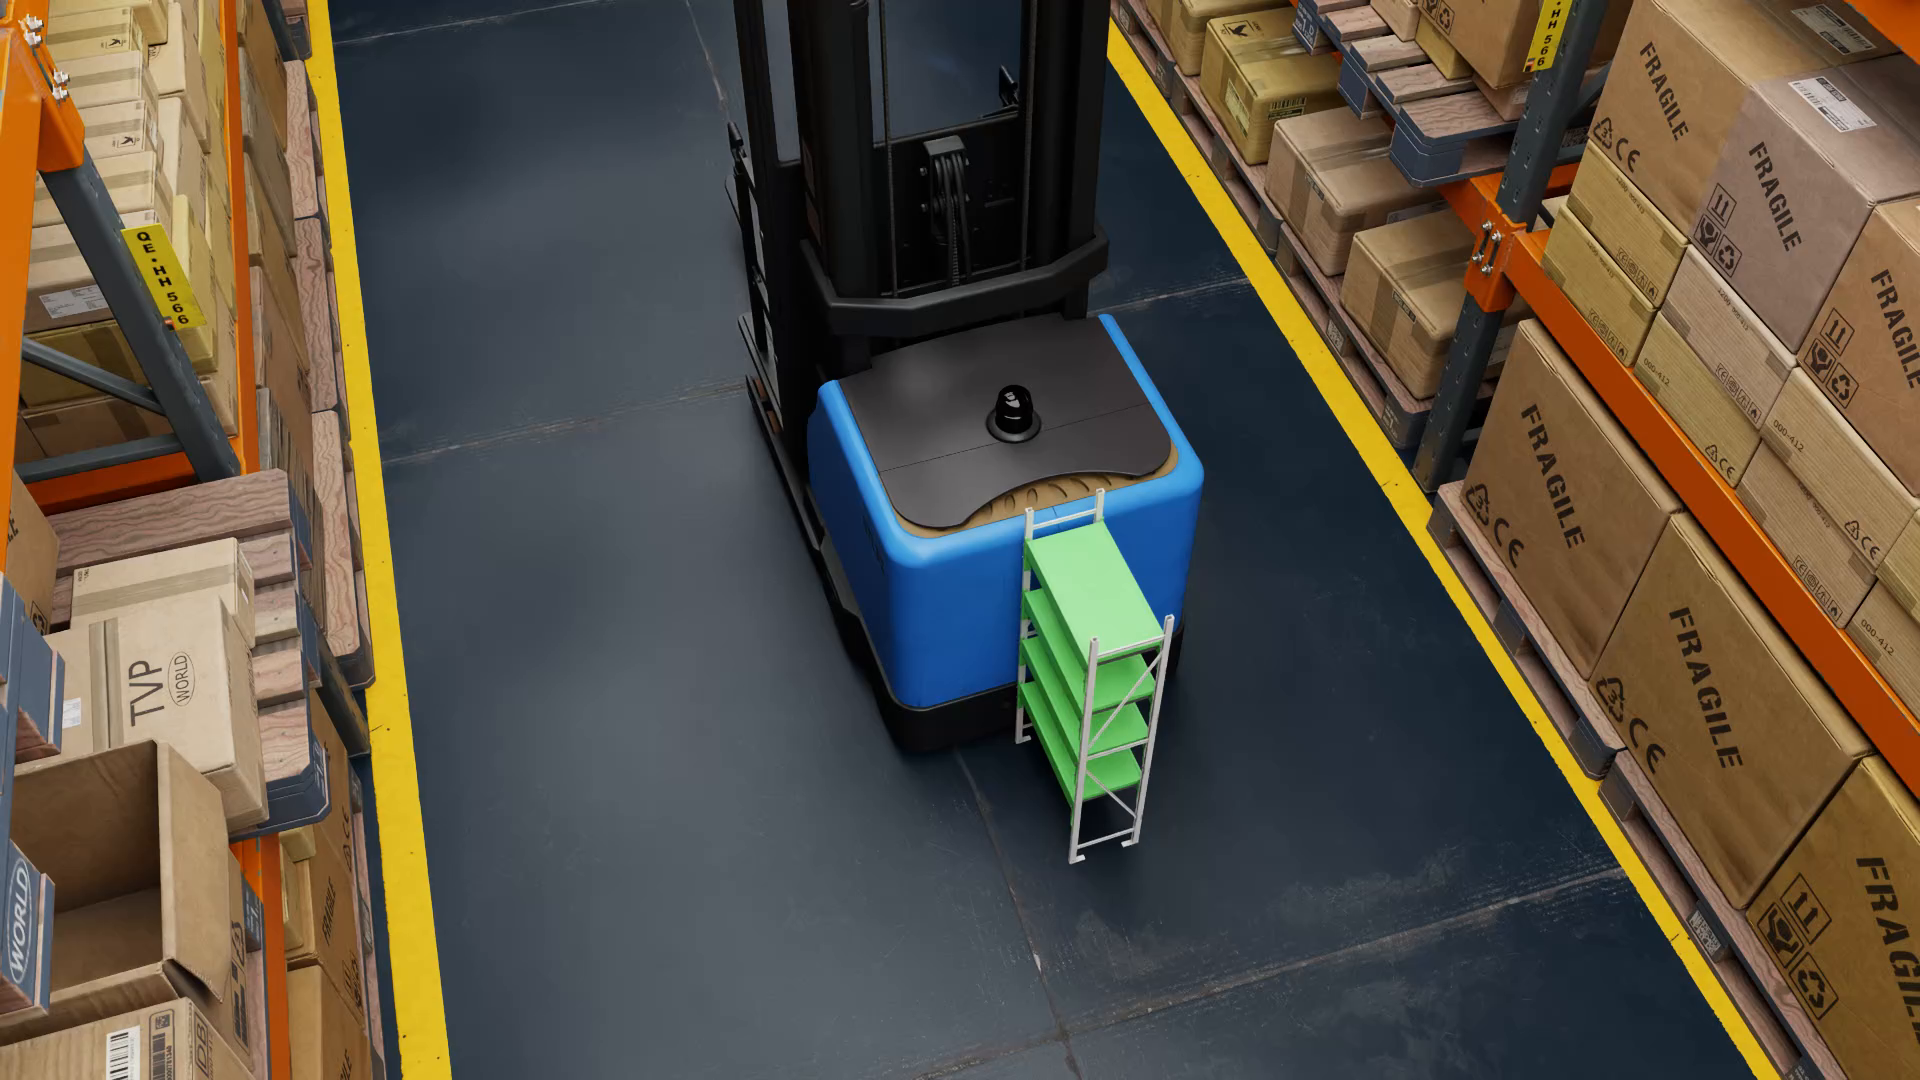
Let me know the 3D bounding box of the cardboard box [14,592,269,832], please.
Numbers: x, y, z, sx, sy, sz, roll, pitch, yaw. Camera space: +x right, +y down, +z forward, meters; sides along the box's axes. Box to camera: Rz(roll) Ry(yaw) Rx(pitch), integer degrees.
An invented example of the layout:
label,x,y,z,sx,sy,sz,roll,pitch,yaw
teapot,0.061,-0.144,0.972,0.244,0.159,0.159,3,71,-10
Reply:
label,x,y,z,sx,sy,sz,roll,pitch,yaw
cardboard box,-1.871,0.439,3.741,0.500,0.250,0.500,-15,52,-13

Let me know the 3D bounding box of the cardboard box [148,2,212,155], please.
label,x,y,z,sx,sy,sz,roll,pitch,yaw
cardboard box,-2.674,-1.416,5.253,0.500,0.250,0.500,-14,51,-12

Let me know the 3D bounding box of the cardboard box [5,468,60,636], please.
label,x,y,z,sx,sy,sz,roll,pitch,yaw
cardboard box,-2.489,0.072,3.887,0.500,0.500,0.500,-11,51,-9

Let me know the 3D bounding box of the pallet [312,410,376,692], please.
label,x,y,z,sx,sy,sz,roll,pitch,yaw
pallet,-2.698,0.117,6.013,1.003,0.211,1.213,-13,51,-11

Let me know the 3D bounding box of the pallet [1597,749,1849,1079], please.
label,x,y,z,sx,sy,sz,roll,pitch,yaw
pallet,2.767,1.085,5.197,1.003,0.211,1.213,-13,51,-11

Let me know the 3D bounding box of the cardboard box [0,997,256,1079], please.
label,x,y,z,sx,sy,sz,roll,pitch,yaw
cardboard box,-1.624,1.227,2.913,0.700,0.500,0.500,-14,51,-11

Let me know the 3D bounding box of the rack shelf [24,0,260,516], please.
label,x,y,z,sx,sy,sz,roll,pitch,yaw
rack shelf,-3.083,-1.400,5.939,1.077,0.370,4.000,-13,51,-11

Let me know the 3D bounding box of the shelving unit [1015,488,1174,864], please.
label,x,y,z,sx,sy,sz,roll,pitch,yaw
shelving unit,0.384,0.449,5.087,0.258,1.200,0.503,-15,52,-12

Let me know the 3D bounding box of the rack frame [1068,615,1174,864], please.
label,x,y,z,sx,sy,sz,roll,pitch,yaw
rack frame,0.465,0.625,4.939,0.240,1.200,0.015,-15,52,-12

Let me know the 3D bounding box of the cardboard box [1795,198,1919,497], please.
label,x,y,z,sx,sy,sz,roll,pitch,yaw
cardboard box,2.455,-0.494,3.985,0.500,0.500,0.500,-12,51,-10

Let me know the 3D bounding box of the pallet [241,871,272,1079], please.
label,x,y,z,sx,sy,sz,roll,pitch,yaw
pallet,-1.912,1.310,3.309,1.003,0.211,1.213,-13,51,-11

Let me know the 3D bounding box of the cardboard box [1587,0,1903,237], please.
label,x,y,z,sx,sy,sz,roll,pitch,yaw
cardboard box,2.161,-1.235,4.610,0.500,0.500,0.500,-15,51,-12

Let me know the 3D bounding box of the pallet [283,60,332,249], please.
label,x,y,z,sx,sy,sz,roll,pitch,yaw
pallet,-3.420,-1.665,7.515,1.003,0.211,1.213,-13,51,-11

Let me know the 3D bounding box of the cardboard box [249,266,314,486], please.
label,x,y,z,sx,sy,sz,roll,pitch,yaw
cardboard box,-2.864,-0.475,5.967,0.875,0.625,0.625,-12,51,-10

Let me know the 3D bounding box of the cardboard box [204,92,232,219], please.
label,x,y,z,sx,sy,sz,roll,pitch,yaw
cardboard box,-2.693,-1.245,5.436,0.500,0.250,0.500,-15,51,-12

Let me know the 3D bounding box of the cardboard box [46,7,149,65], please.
label,x,y,z,sx,sy,sz,roll,pitch,yaw
cardboard box,-2.678,-1.453,5.024,0.380,0.149,0.250,-13,51,-11

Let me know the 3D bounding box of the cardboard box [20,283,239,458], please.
label,x,y,z,sx,sy,sz,roll,pitch,yaw
cardboard box,-2.390,-0.502,4.810,0.500,0.250,0.500,-13,51,-11

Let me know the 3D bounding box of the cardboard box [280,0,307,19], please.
label,x,y,z,sx,sy,sz,roll,pitch,yaw
cardboard box,-3.502,-2.770,8.147,0.500,0.250,0.500,-13,51,-11

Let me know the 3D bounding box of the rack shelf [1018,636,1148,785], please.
label,x,y,z,sx,sy,sz,roll,pitch,yaw
rack shelf,0.384,0.490,5.136,0.258,0.148,0.480,-15,52,-12

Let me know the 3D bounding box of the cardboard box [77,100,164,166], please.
label,x,y,z,sx,sy,sz,roll,pitch,yaw
cardboard box,-2.486,-1.088,4.716,0.380,0.149,0.250,-12,51,-10

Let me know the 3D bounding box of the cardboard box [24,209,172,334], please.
label,x,y,z,sx,sy,sz,roll,pitch,yaw
cardboard box,-2.305,-0.712,4.399,0.380,0.149,0.250,-12,51,-10

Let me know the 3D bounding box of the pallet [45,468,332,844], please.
label,x,y,z,sx,sy,sz,roll,pitch,yaw
pallet,-2.224,0.370,4.102,1.213,0.211,1.003,-13,51,-11

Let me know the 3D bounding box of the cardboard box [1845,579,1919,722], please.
label,x,y,z,sx,sy,sz,roll,pitch,yaw
cardboard box,2.621,0.282,4.149,0.500,0.250,0.500,-13,51,-11

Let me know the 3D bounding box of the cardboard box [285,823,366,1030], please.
label,x,y,z,sx,sy,sz,roll,pitch,yaw
cardboard box,-2.024,1.127,4.698,0.500,0.500,0.500,-14,51,-12

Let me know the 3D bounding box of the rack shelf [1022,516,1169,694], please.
label,x,y,z,sx,sy,sz,roll,pitch,yaw
rack shelf,0.384,0.180,4.769,0.258,0.148,0.480,-15,52,-12

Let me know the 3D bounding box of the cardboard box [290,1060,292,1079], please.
label,x,y,z,sx,sy,sz,roll,pitch,yaw
cardboard box,-1.849,1.373,4.066,0.380,0.149,0.250,-14,51,-12

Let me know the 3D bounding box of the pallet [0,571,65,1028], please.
label,x,y,z,sx,sy,sz,roll,pitch,yaw
pallet,-1.745,0.595,1.947,1.213,0.211,1.003,-13,51,-11

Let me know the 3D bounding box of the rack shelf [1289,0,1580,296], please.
label,x,y,z,sx,sy,sz,roll,pitch,yaw
rack shelf,1.657,-2.525,6.887,1.077,0.370,4.000,-13,51,-11

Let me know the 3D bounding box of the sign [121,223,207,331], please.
label,x,y,z,sx,sy,sz,roll,pitch,yaw
sign,-1.976,-0.648,4.129,0.100,0.325,0.005,-13,51,-11

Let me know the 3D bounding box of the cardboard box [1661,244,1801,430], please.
label,x,y,z,sx,sy,sz,roll,pitch,yaw
cardboard box,2.314,-0.605,4.570,0.500,0.250,0.500,-12,51,-10

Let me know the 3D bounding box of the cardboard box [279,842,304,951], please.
label,x,y,z,sx,sy,sz,roll,pitch,yaw
cardboard box,-1.958,0.988,4.391,0.380,0.149,0.250,-15,51,-12

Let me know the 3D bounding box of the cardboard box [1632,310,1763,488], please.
label,x,y,z,sx,sy,sz,roll,pitch,yaw
cardboard box,2.322,-0.463,4.776,0.500,0.250,0.500,-15,51,-12

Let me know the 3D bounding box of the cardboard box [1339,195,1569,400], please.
label,x,y,z,sx,sy,sz,roll,pitch,yaw
cardboard box,2.091,-1.000,6.575,0.950,0.372,0.625,-16,52,-13

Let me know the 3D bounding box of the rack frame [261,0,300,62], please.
label,x,y,z,sx,sy,sz,roll,pitch,yaw
rack frame,-3.675,-3.093,6.895,1.000,3.000,0.127,-13,51,-11

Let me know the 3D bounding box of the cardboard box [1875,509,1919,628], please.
label,x,y,z,sx,sy,sz,roll,pitch,yaw
cardboard box,2.587,0.135,3.946,0.500,0.250,0.500,-13,51,-10

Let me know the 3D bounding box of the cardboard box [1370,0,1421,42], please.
label,x,y,z,sx,sy,sz,roll,pitch,yaw
cardboard box,1.661,-1.890,5.771,0.380,0.149,0.250,-14,51,-11

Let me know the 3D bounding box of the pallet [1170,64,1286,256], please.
label,x,y,z,sx,sy,sz,roll,pitch,yaw
pallet,1.662,-1.858,7.678,1.003,0.211,1.213,-13,51,-11

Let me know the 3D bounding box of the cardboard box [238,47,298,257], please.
label,x,y,z,sx,sy,sz,roll,pitch,yaw
cardboard box,-3.288,-1.516,6.844,0.875,0.625,0.625,-14,51,-11

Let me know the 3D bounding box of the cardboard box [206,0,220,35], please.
label,x,y,z,sx,sy,sz,roll,pitch,yaw
cardboard box,-3.004,-2.000,6.072,0.500,0.250,0.500,-13,51,-11

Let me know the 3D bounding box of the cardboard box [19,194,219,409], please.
label,x,y,z,sx,sy,sz,roll,pitch,yaw
cardboard box,-2.366,-0.669,4.623,0.500,0.250,0.500,-13,51,-11

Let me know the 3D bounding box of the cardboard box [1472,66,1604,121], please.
label,x,y,z,sx,sy,sz,roll,pitch,yaw
cardboard box,1.927,-1.537,5.473,0.380,0.149,0.250,-12,51,-10

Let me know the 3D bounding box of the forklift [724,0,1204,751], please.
label,x,y,z,sx,sy,sz,roll,pitch,yaw
forklift,-0.208,-1.393,5.508,1.130,2.935,3.031,-15,52,-12

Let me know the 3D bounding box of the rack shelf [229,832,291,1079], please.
label,x,y,z,sx,sy,sz,roll,pitch,yaw
rack shelf,-1.901,1.521,3.476,1.077,0.370,4.000,-13,51,-11

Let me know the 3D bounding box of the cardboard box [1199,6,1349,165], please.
label,x,y,z,sx,sy,sz,roll,pitch,yaw
cardboard box,1.646,-2.092,7.496,0.950,0.372,0.625,-12,51,-10

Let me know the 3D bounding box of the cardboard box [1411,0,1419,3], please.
label,x,y,z,sx,sy,sz,roll,pitch,yaw
cardboard box,1.685,-2.204,5.611,0.500,0.500,0.500,-14,51,-12

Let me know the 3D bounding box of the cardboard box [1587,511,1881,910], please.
label,x,y,z,sx,sy,sz,roll,pitch,yaw
cardboard box,2.633,0.429,5.042,0.875,0.875,0.875,-13,51,-11
